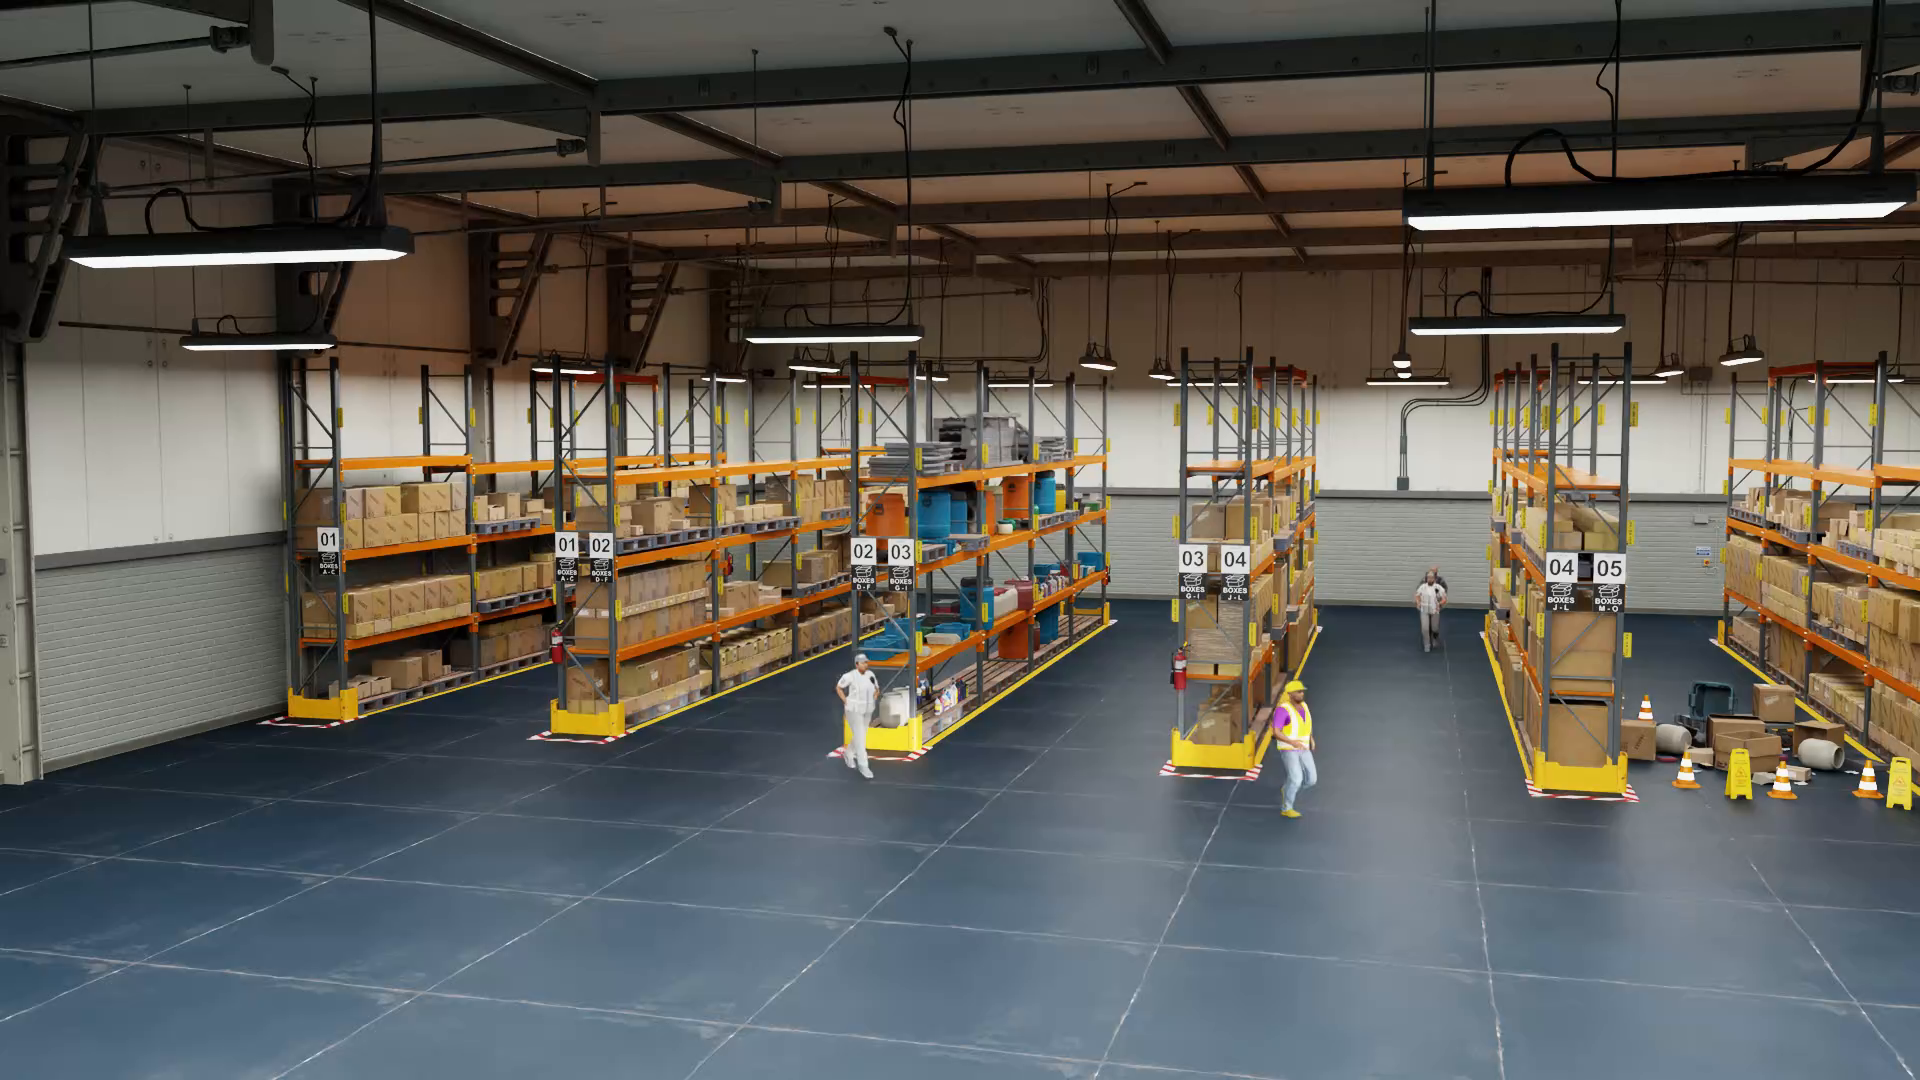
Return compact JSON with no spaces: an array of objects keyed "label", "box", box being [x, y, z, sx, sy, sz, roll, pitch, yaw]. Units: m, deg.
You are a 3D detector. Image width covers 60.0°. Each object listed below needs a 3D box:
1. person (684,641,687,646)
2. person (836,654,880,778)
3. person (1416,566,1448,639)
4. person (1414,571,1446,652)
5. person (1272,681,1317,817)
[{"label":"person","box":[-5.573,1.755,32.996,0.524,1.726,0.797,0,4,6]},{"label":"person","box":[-1.382,2.431,23.397,0.598,1.681,0.814,-4,5,-40]},{"label":"person","box":[10.475,1.436,36.927,0.669,1.737,0.882,2,4,21]},{"label":"person","box":[10.073,1.520,35.641,0.665,1.727,0.654,2,4,20]},{"label":"person","box":[4.206,2.612,20.794,0.749,1.719,0.606,-3,5,-37]}]
